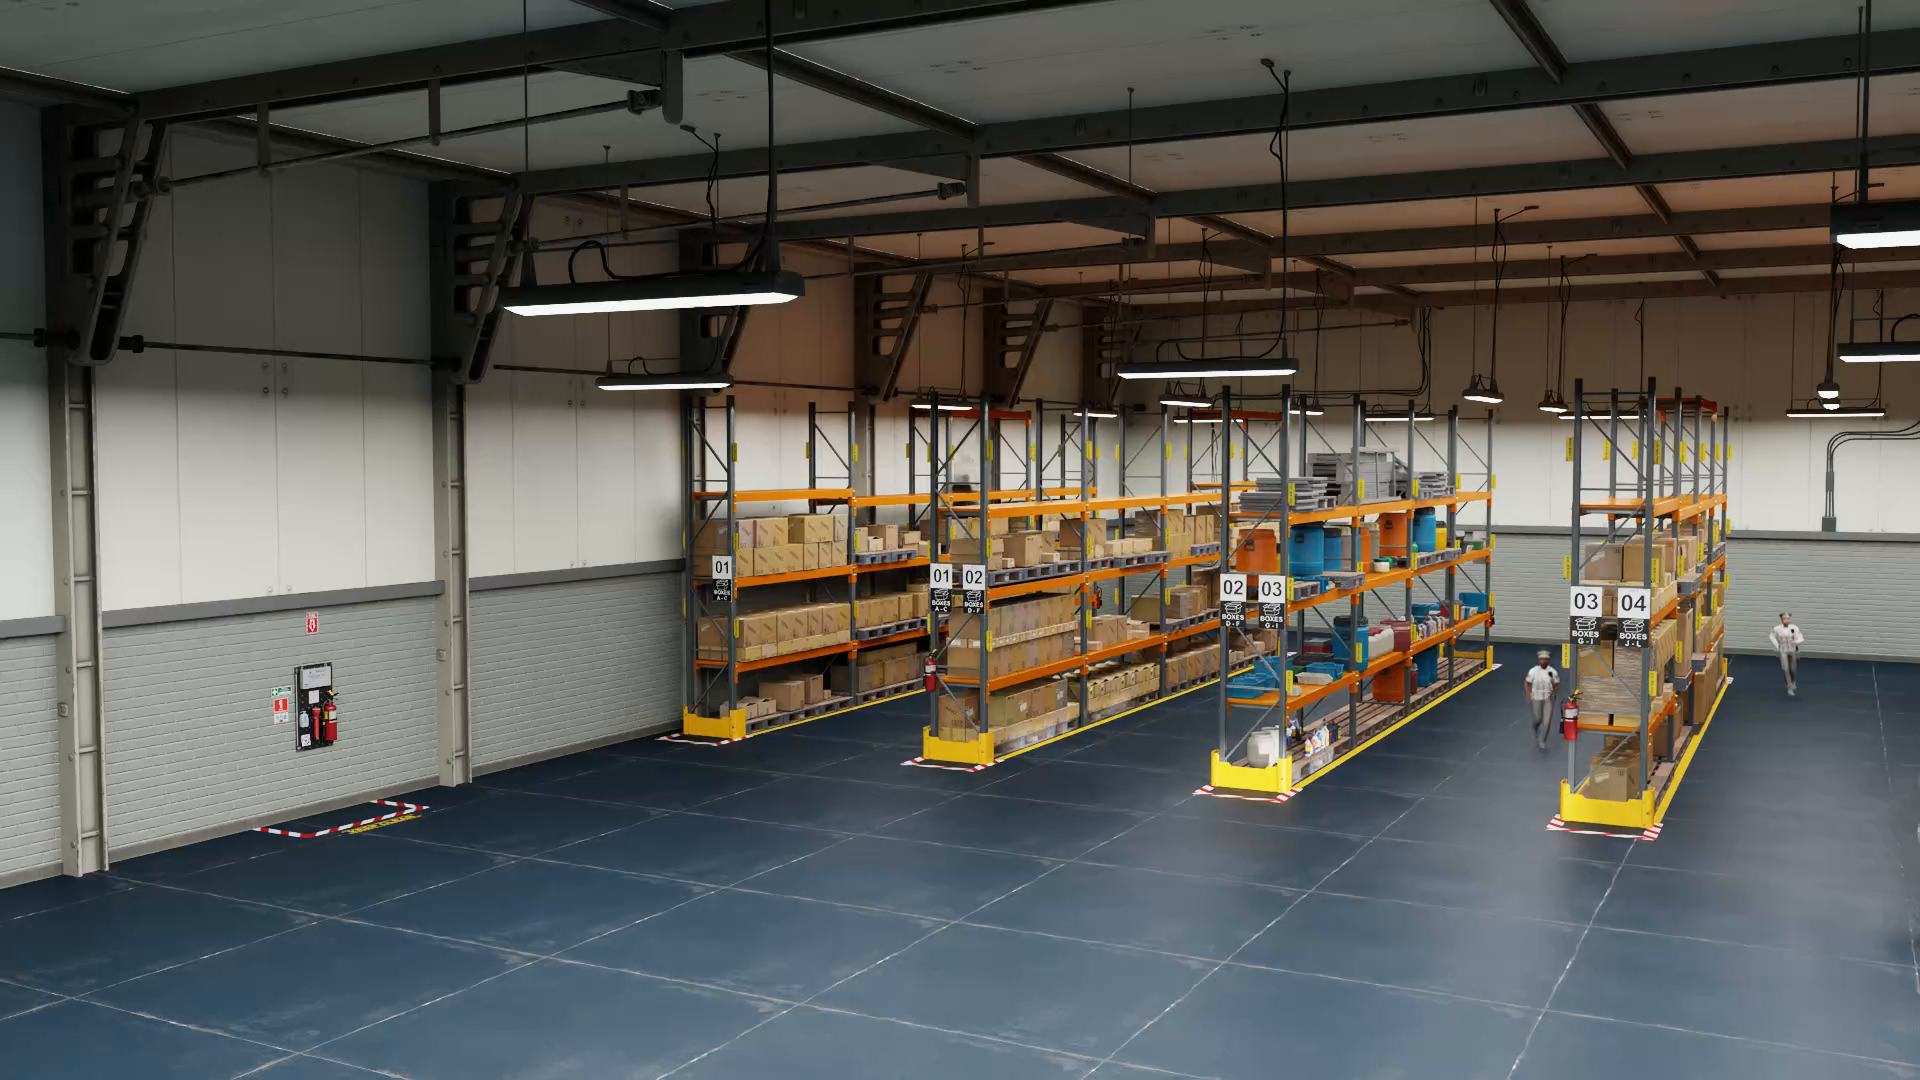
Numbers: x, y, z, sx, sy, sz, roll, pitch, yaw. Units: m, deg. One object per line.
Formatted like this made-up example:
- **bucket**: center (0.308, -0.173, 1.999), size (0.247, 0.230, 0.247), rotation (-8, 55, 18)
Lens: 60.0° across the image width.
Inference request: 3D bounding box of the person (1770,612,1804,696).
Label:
- **person**: center (17.173, 2.342, 34.540), size (0.625, 1.713, 0.856), rotation (1, 3, 21)

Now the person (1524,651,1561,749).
- **person**: center (9.872, 2.697, 28.164), size (0.574, 1.658, 0.558), rotation (1, 3, 14)
